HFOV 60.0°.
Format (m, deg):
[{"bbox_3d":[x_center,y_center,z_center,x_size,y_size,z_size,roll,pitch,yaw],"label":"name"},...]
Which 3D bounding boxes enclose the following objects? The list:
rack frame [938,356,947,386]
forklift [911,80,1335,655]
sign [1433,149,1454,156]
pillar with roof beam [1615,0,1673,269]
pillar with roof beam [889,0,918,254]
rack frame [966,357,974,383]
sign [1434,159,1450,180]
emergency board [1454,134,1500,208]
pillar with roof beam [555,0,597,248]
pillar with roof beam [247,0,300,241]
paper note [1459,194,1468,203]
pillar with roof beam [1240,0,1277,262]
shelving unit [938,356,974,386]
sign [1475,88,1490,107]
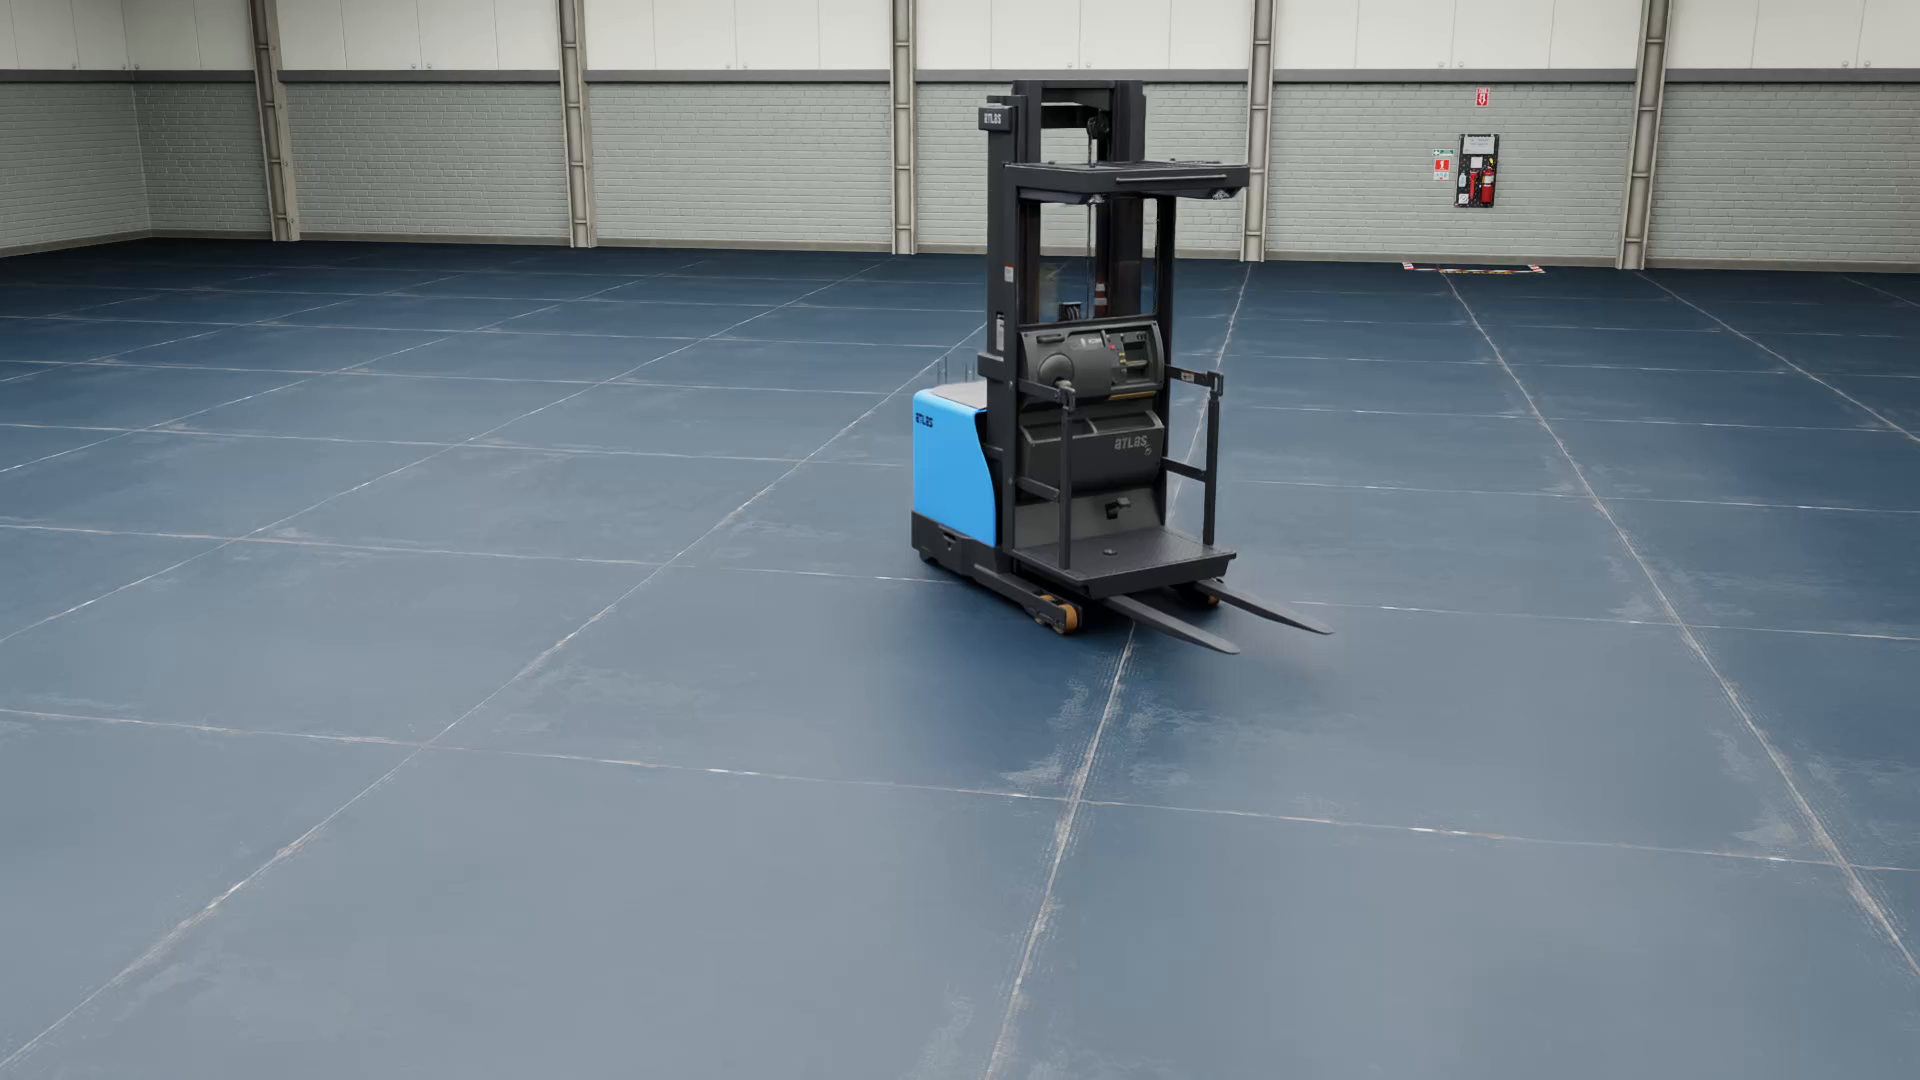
[{"bbox_3d":[-0.114,-0.590,10.874,0.006,1.200,0.240,3,16,12],"label":"rack frame"},{"bbox_3d":[0.865,-1.036,9.240,1.130,2.935,3.031,-9,18,-29],"label":"forklift"},{"bbox_3d":[7.864,-6.298,27.049,0.331,0.109,0.001,3,16,11],"label":"sign"},{"bbox_3d":[9.938,-7.595,21.554,0.400,9.000,9.100,3,16,11],"label":"pillar with roof beam"},{"bbox_3d":[-1.821,-8.233,23.858,0.400,9.000,9.100,3,16,11],"label":"pillar with roof beam"},{"bbox_3d":[0.064,-0.580,10.836,0.006,1.200,0.240,3,16,12],"label":"rack frame"},{"bbox_3d":[7.861,-6.045,27.129,0.234,0.329,0.001,3,16,11],"label":"sign"},{"bbox_3d":[8.382,-5.972,26.931,0.643,1.169,0.194,3,16,11],"label":"emergency board"},{"bbox_3d":[-7.701,-8.553,25.010,0.400,9.000,9.100,3,16,11],"label":"pillar with roof beam"},{"bbox_3d":[-13.580,-8.872,26.163,0.400,9.000,9.100,3,16,11],"label":"pillar with roof beam"},{"bbox_3d":[8.222,-5.574,27.147,0.142,0.148,0.016,3,16,11],"label":"paper note"},{"bbox_3d":[4.059,-7.914,22.706,0.400,9.000,9.100,3,16,11],"label":"pillar with roof beam"},{"bbox_3d":[-0.025,-0.585,10.855,0.189,1.200,0.258,3,16,12],"label":"shelving unit"},{"bbox_3d":[8.394,-7.115,26.717,0.199,0.298,0.001,3,16,11],"label":"sign"}]
